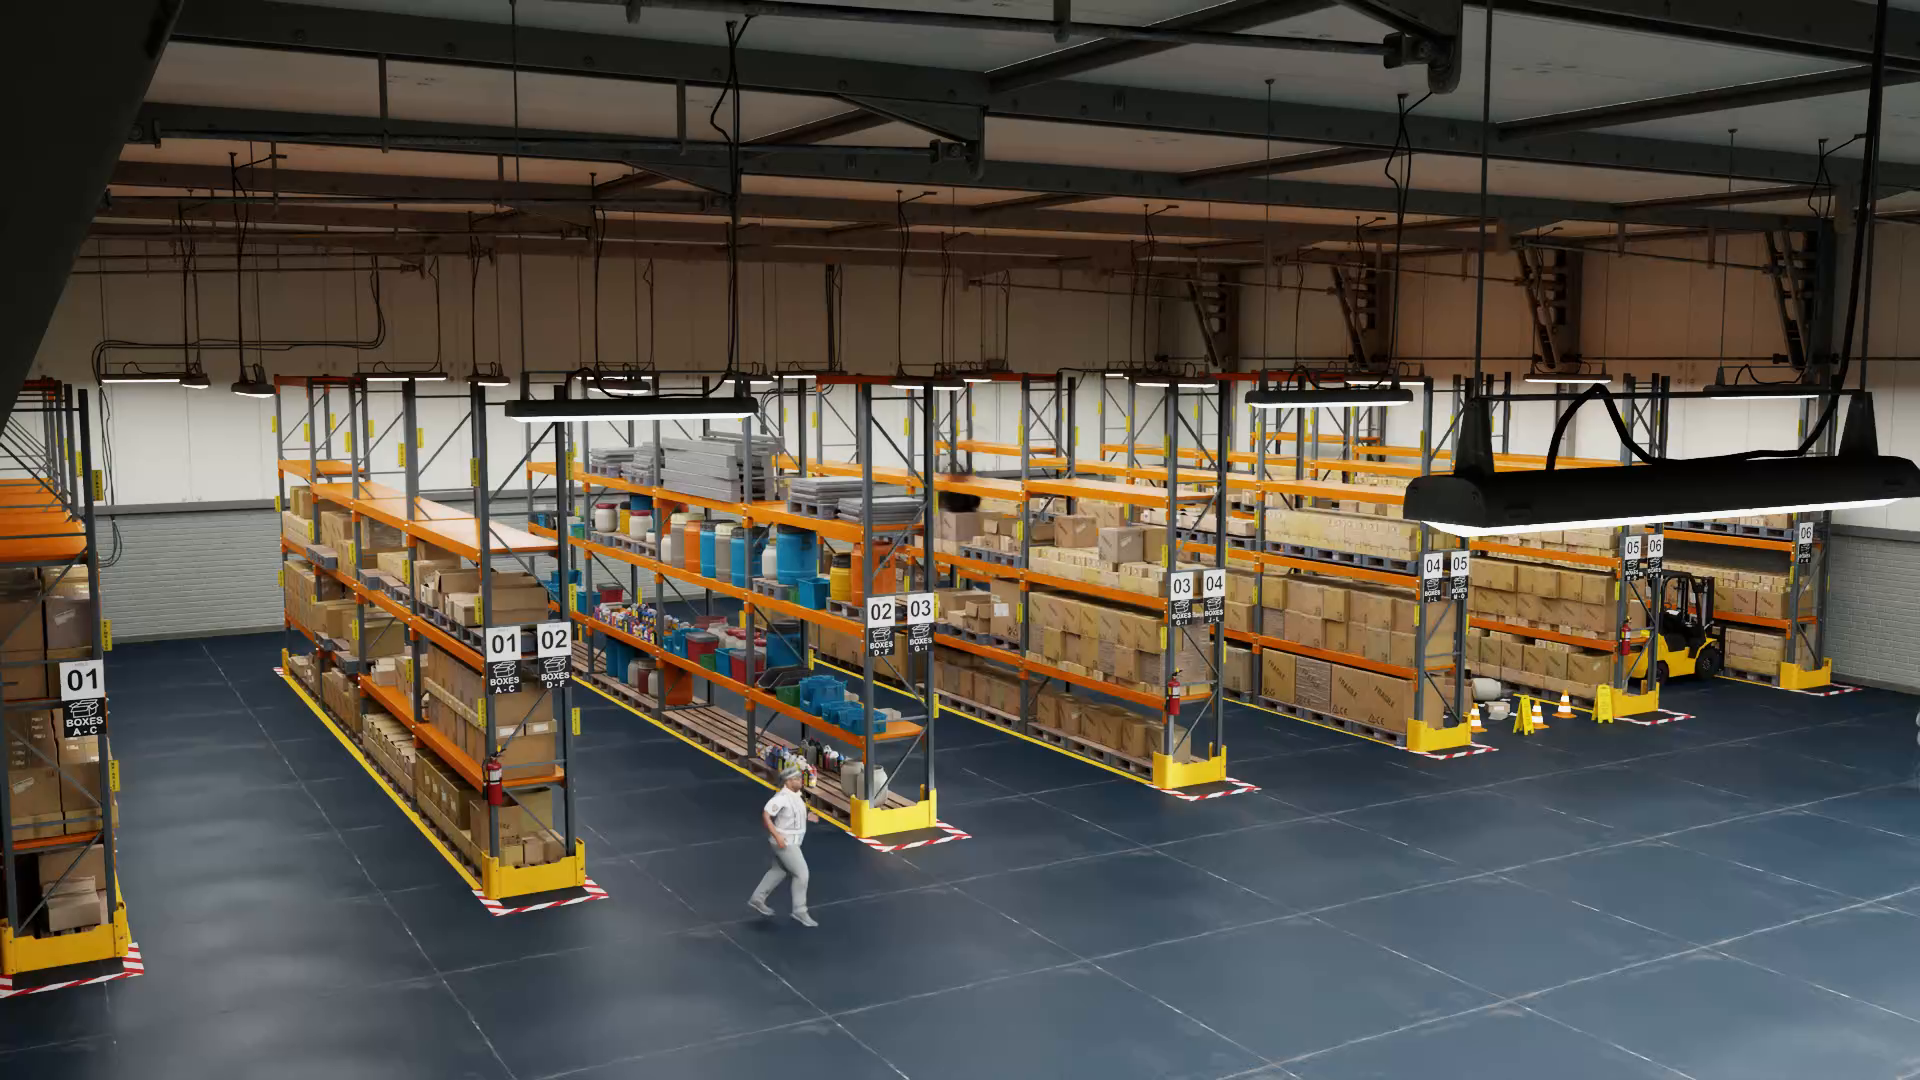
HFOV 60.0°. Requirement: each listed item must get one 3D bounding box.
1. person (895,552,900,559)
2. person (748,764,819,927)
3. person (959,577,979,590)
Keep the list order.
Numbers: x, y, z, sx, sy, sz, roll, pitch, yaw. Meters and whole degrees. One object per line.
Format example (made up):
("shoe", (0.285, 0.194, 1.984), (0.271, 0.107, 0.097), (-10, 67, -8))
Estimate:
("person", (-1.676, 1.022, 40.846), (0.612, 1.635, 0.932), (5, 8, 37))
("person", (-1.993, 3.411, 18.690), (0.821, 1.842, 0.651), (0, 6, 1))
("person", (0.207, 0.910, 42.240), (0.781, 1.604, 0.676), (3, 7, 27))
